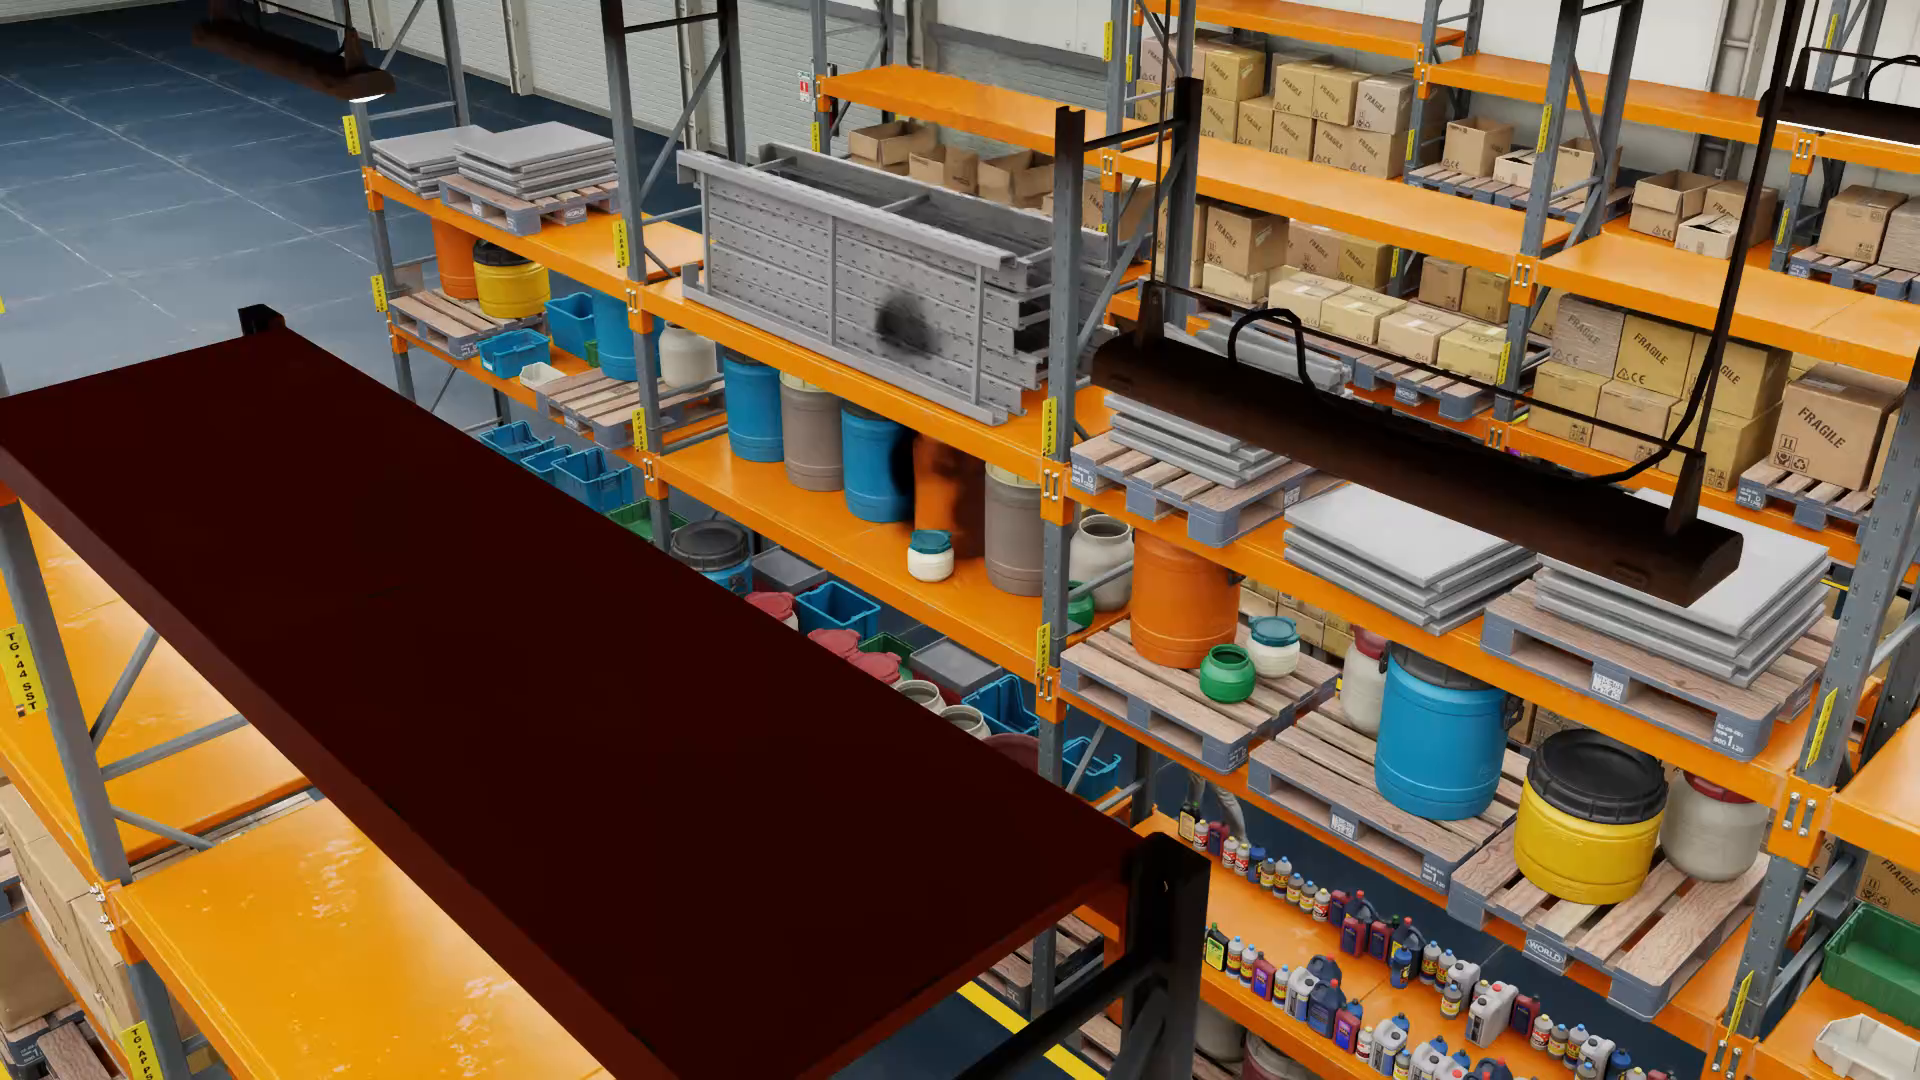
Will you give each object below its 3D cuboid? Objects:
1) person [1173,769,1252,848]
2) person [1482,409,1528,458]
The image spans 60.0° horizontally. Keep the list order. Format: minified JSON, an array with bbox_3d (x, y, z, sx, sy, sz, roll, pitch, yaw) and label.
[{"bbox_3d":[1.792,1.490,11.768,0.763,1.803,0.588,23,36,36],"label":"person"},{"bbox_3d":[5.104,-0.414,15.752,0.738,1.823,0.677,21,35,34],"label":"person"}]
